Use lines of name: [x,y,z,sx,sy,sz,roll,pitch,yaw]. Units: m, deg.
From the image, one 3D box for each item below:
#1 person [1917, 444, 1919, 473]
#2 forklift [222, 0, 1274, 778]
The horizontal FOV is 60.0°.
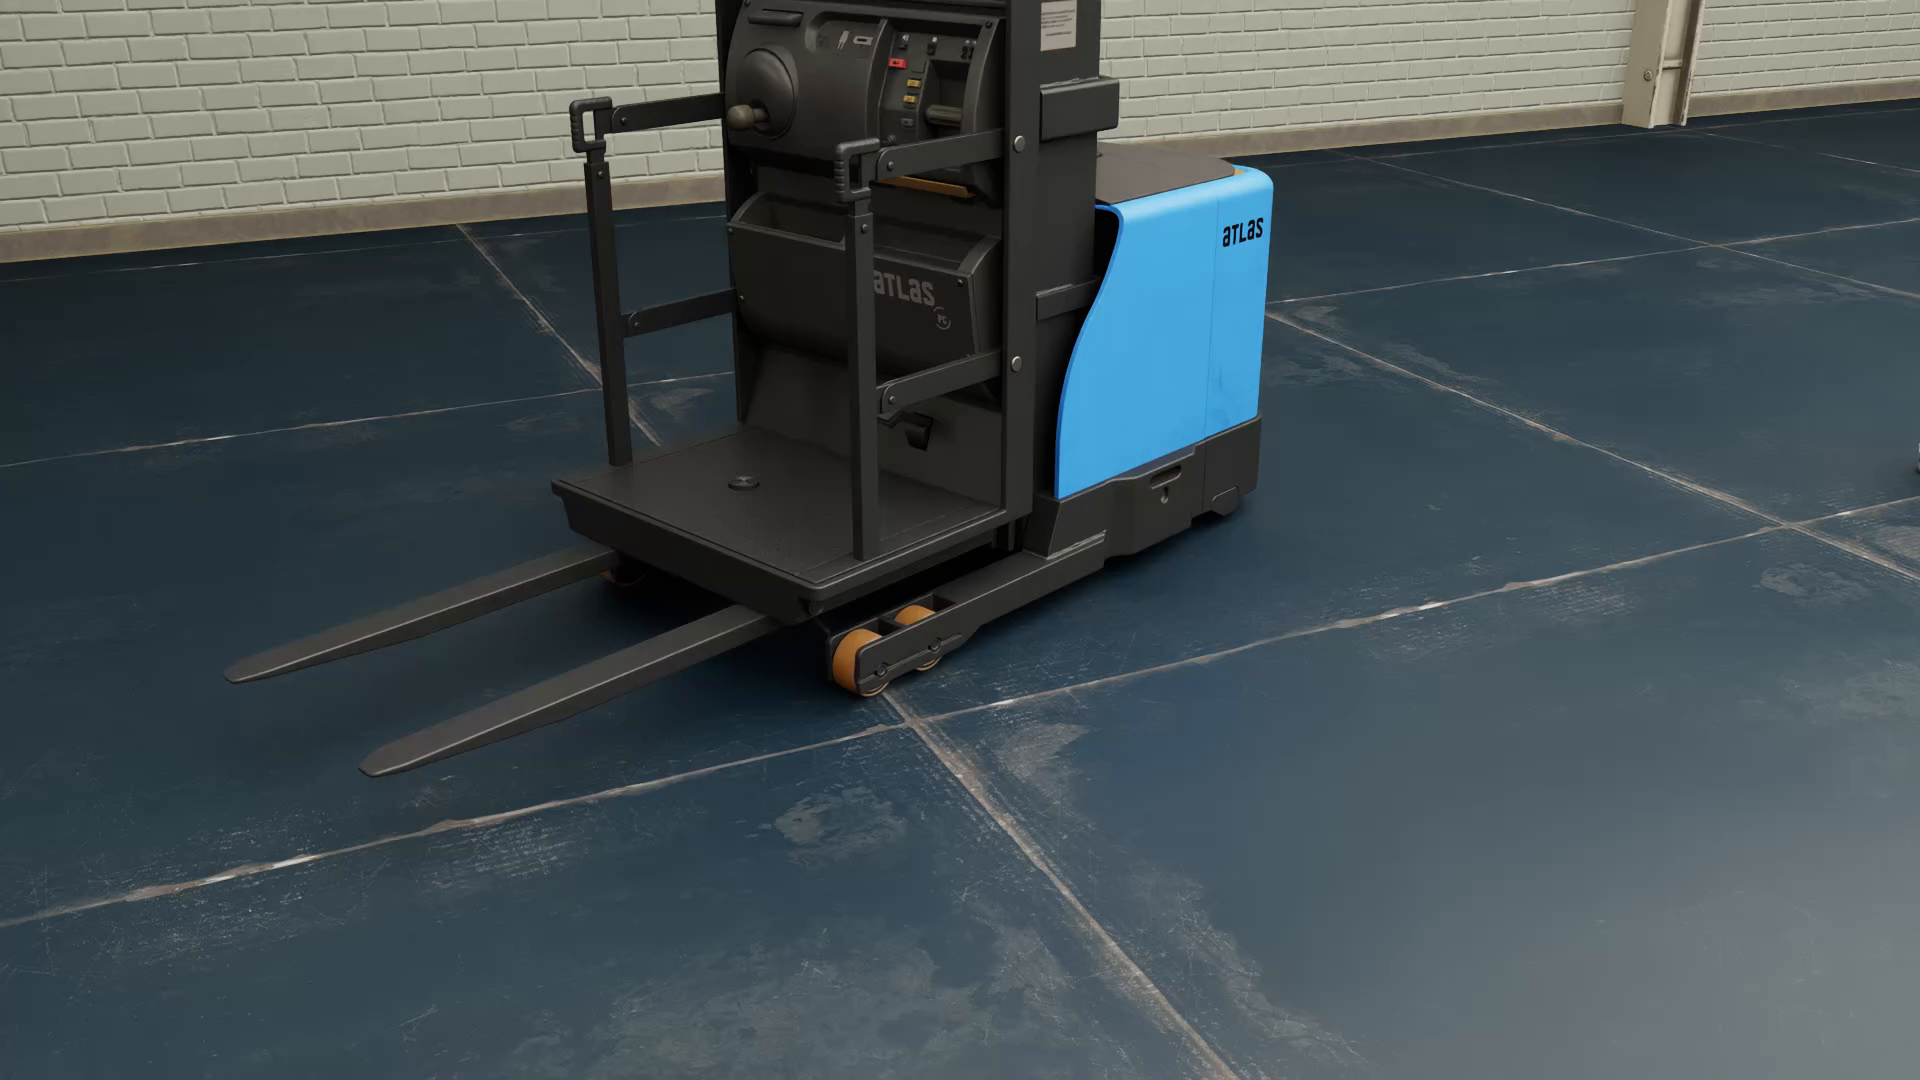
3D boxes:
person: [3.391,-1.018,5.245,0.453,1.778,0.617,-4,23,-10]
forklift: [-0.413,-1.182,4.131,1.130,2.935,3.031,19,29,39]
